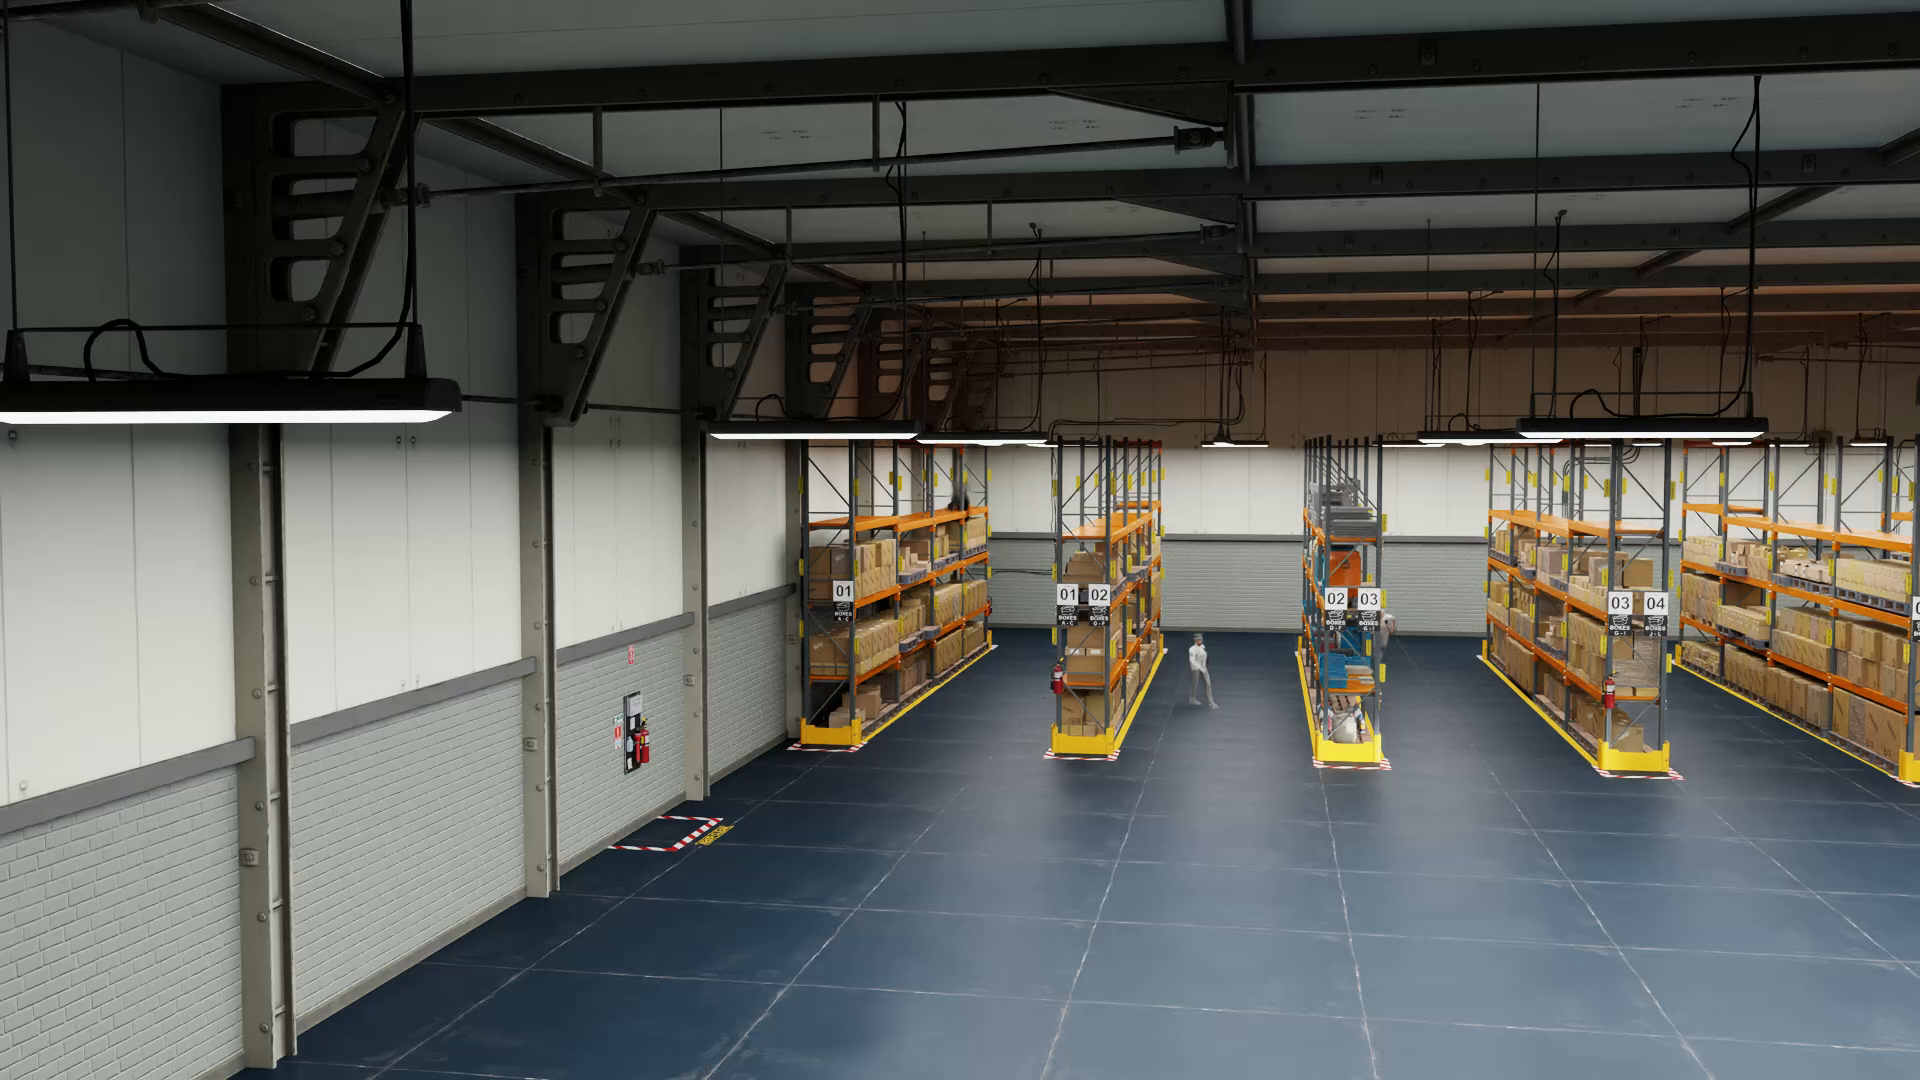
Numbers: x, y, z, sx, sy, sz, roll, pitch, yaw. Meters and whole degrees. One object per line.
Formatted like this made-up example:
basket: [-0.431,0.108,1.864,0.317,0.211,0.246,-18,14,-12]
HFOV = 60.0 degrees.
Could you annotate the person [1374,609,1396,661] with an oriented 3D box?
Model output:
person: [11.450,2.557,44.967,0.639,1.489,0.791,1,3,13]

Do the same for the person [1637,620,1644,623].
person: [18.609,2.390,45.781,0.611,1.714,0.689,1,3,18]

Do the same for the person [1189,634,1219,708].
person: [5.317,2.877,36.838,0.541,1.621,0.882,-1,3,-25]
